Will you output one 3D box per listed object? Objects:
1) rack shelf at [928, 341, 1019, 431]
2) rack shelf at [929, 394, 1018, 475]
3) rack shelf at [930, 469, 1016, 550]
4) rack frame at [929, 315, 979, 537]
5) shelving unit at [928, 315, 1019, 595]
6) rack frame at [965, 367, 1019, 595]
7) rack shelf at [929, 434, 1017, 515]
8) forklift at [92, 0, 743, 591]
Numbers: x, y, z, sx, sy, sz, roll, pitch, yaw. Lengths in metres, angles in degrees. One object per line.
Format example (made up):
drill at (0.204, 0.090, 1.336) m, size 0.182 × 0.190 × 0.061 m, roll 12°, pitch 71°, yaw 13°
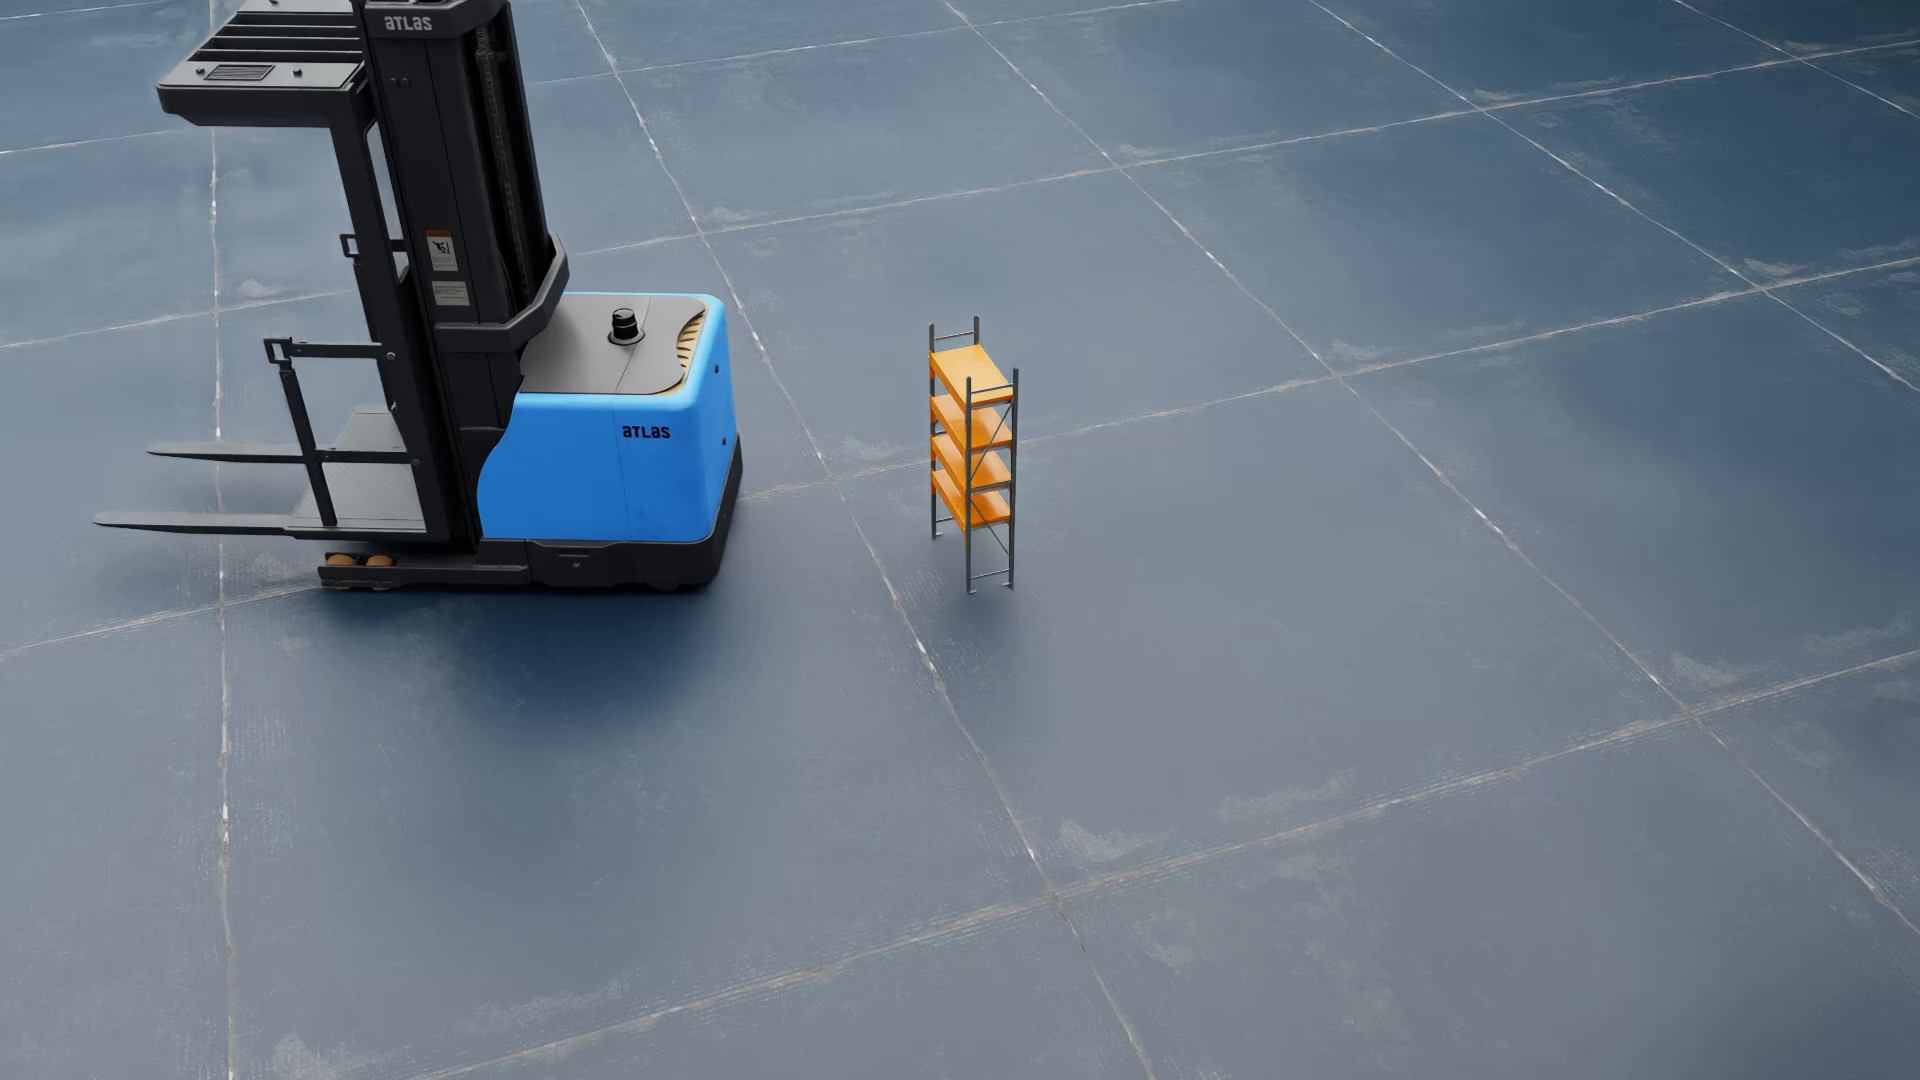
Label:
rack shelf at (0.057, -0.700, 7.528) m, size 0.258 × 0.148 × 0.480 m, roll -12°, pitch 39°, yaw -16°
rack shelf at (0.057, -0.511, 7.671) m, size 0.258 × 0.148 × 0.480 m, roll -12°, pitch 39°, yaw -16°
rack shelf at (0.057, -0.173, 7.925) m, size 0.258 × 0.148 × 0.480 m, roll -12°, pitch 39°, yaw -16°
rack frame at (-0.027, -0.524, 7.948) m, size 0.240 × 1.200 × 0.015 m, roll -12°, pitch 39°, yaw -16°
shelving unit at (0.057, -0.386, 7.765) m, size 0.258 × 1.200 × 0.503 m, roll -12°, pitch 39°, yaw -16°
rack frame at (0.141, -0.248, 7.582) m, size 0.240 × 1.200 × 0.015 m, roll -12°, pitch 39°, yaw -16°
rack shelf at (0.057, -0.332, 7.805) m, size 0.258 × 0.148 × 0.480 m, roll -12°, pitch 39°, yaw -16°
forklift at (-2.652, -1.248, 7.471) m, size 3.031 × 2.935 × 1.130 m, roll 1°, pitch 37°, yaw 2°
